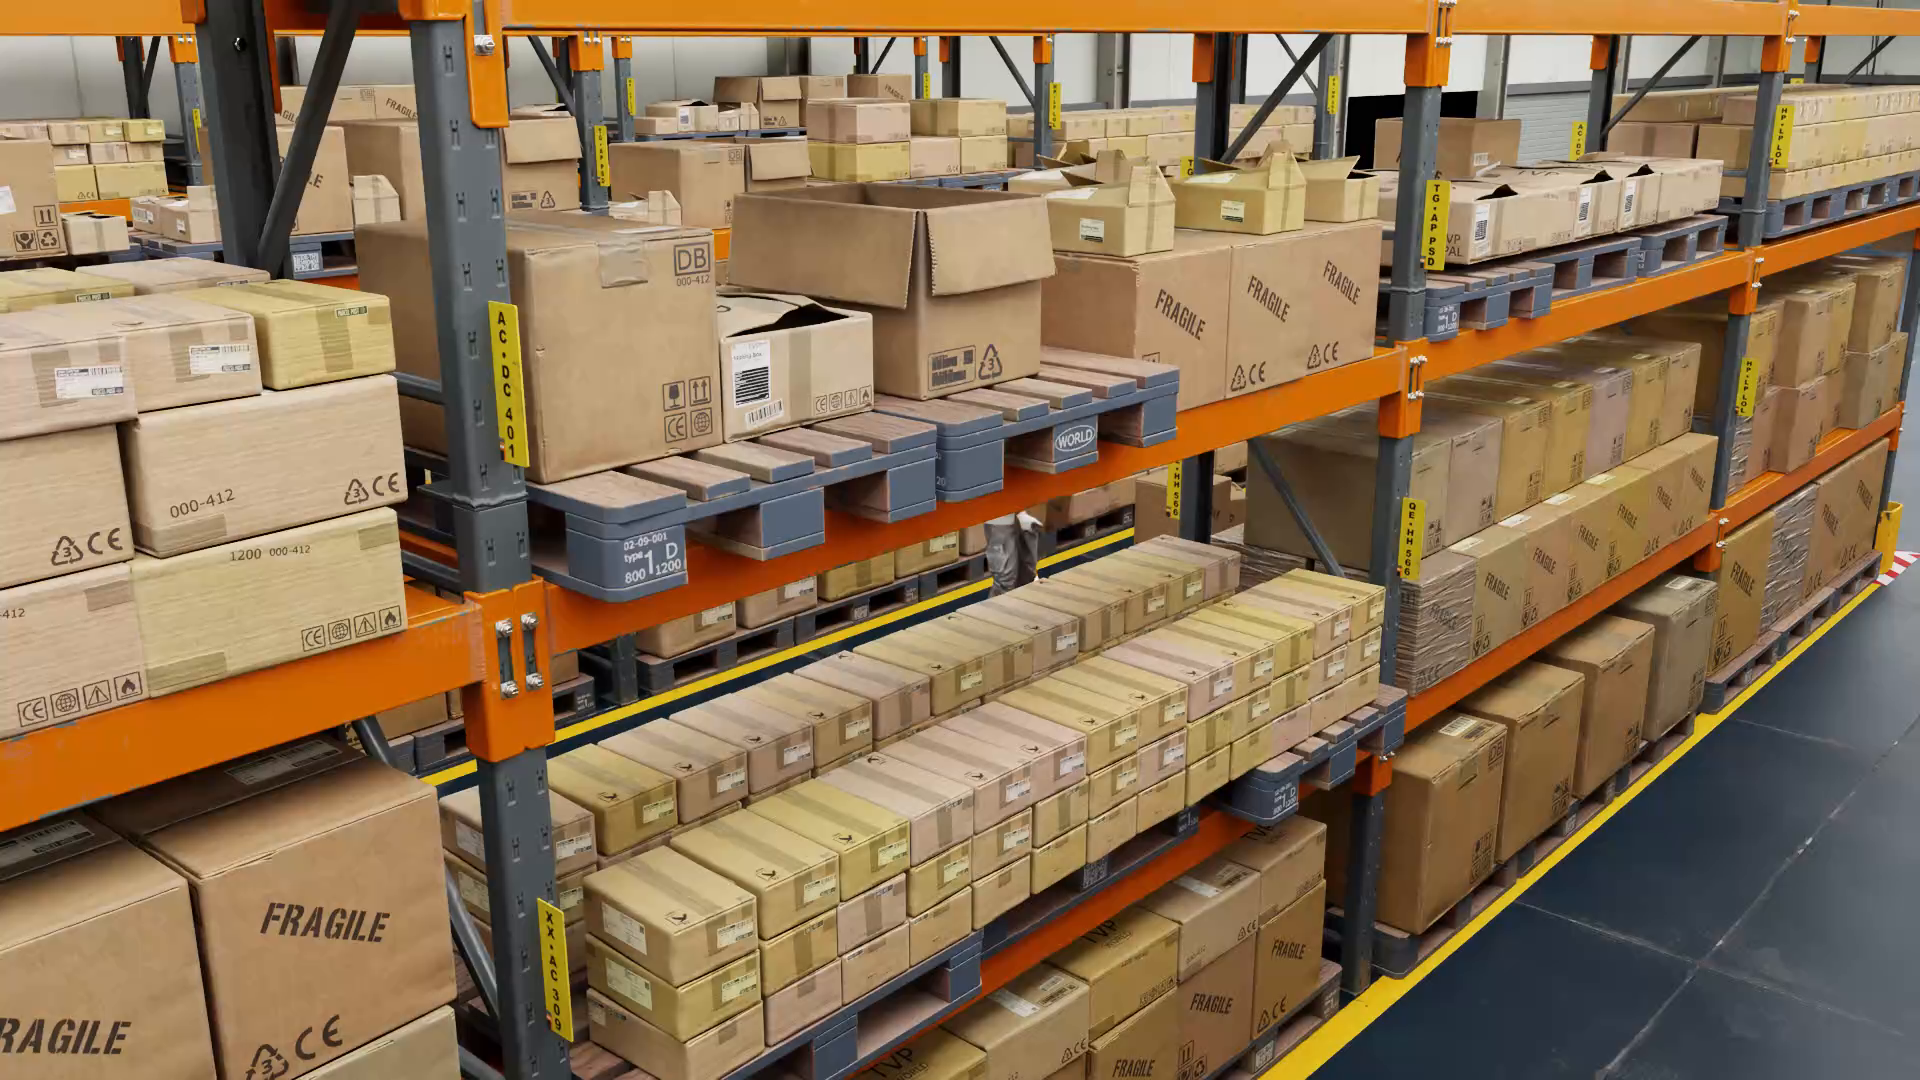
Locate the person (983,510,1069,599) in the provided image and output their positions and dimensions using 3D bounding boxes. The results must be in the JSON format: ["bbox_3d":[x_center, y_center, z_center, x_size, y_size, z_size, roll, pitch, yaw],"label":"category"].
[{"bbox_3d":[0.409,-0.106,10.865,0.580,1.779,0.488,14,22,39],"label":"person"}]
